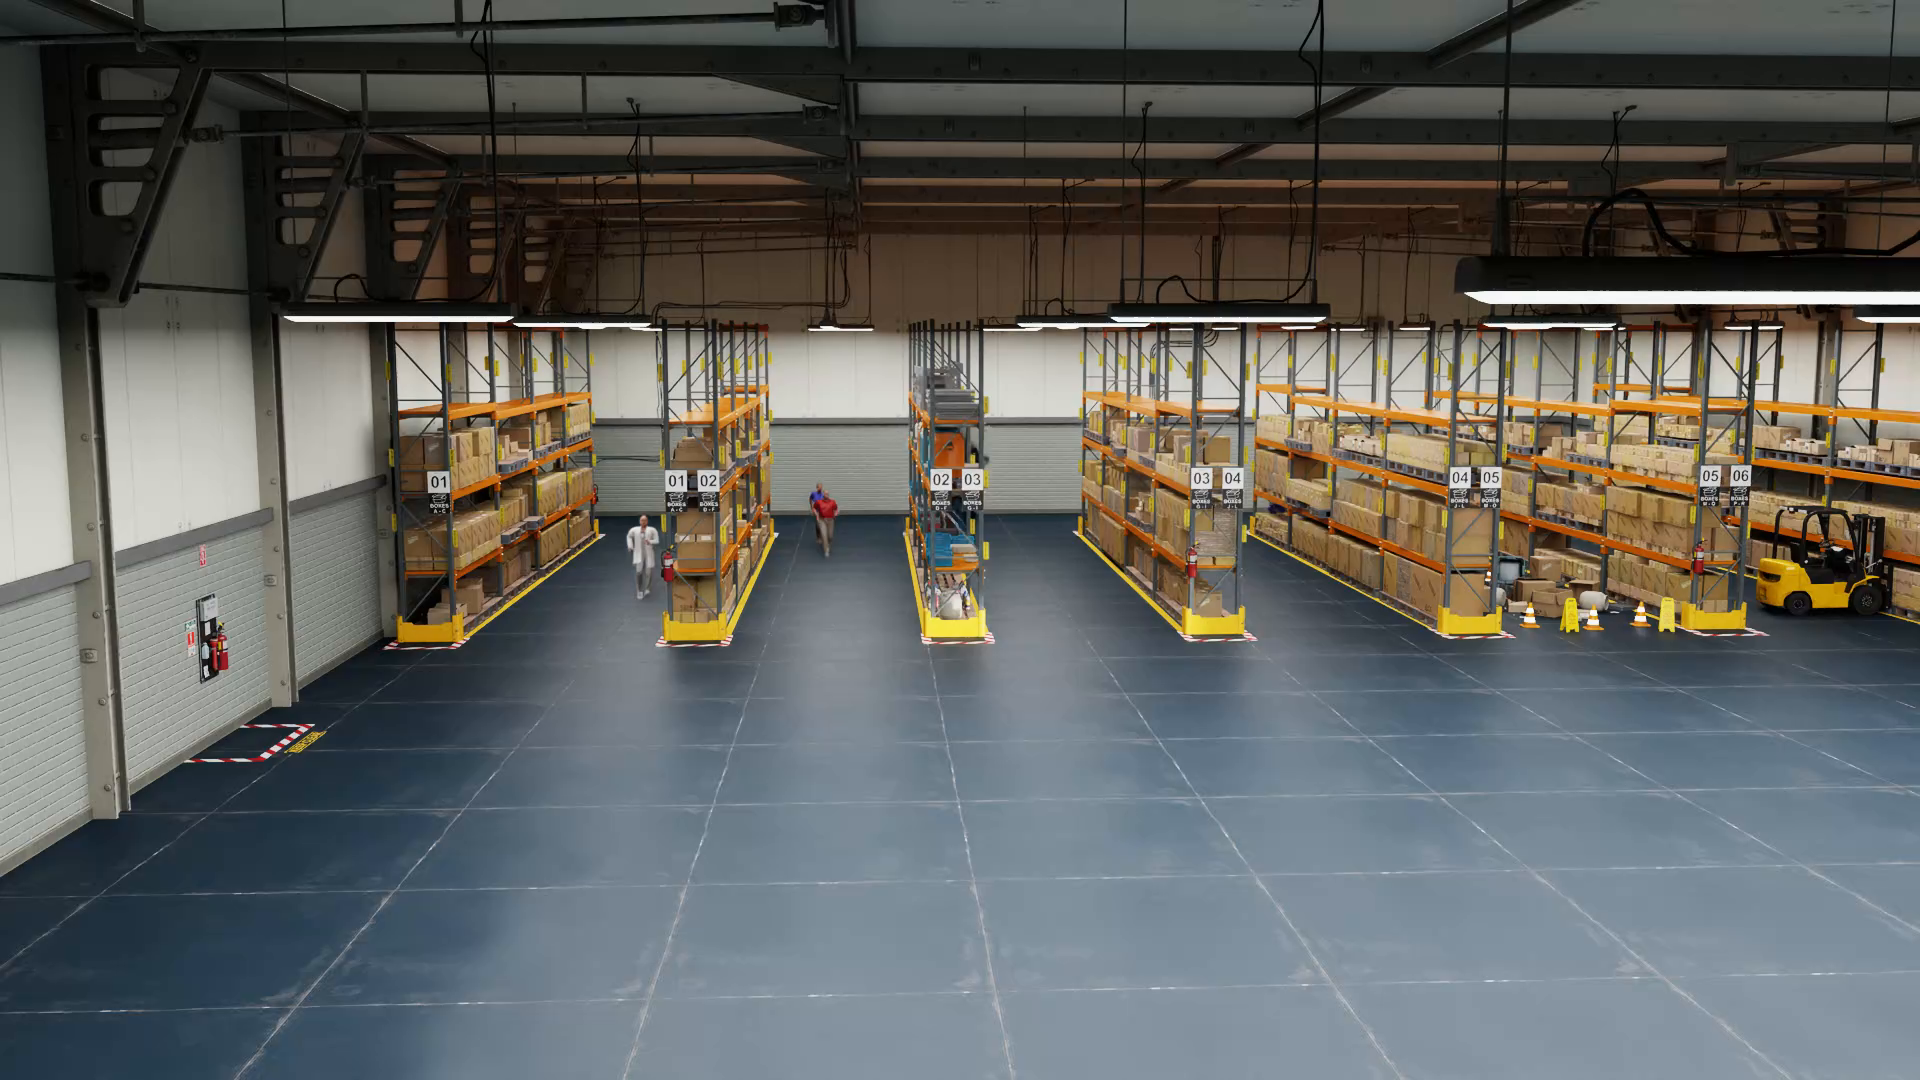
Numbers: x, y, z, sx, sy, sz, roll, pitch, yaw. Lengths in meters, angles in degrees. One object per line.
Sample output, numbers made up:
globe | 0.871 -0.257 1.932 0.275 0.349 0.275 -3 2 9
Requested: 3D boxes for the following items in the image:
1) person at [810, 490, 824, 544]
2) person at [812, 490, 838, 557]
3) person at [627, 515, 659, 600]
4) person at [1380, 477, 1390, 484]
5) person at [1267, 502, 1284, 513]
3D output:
person | -3.888 -0.643 45.953 0.482 1.502 0.701 -2 7 -16
person | -3.490 -0.448 43.276 0.663 1.721 0.843 -2 7 -12
person | -6.883 0.383 36.186 0.675 1.846 0.829 -2 7 -13
person | 12.608 -1.227 49.482 0.775 1.735 0.603 -1 7 -6
person | 9.473 -1.127 49.159 0.690 1.662 0.589 -1 7 -10
